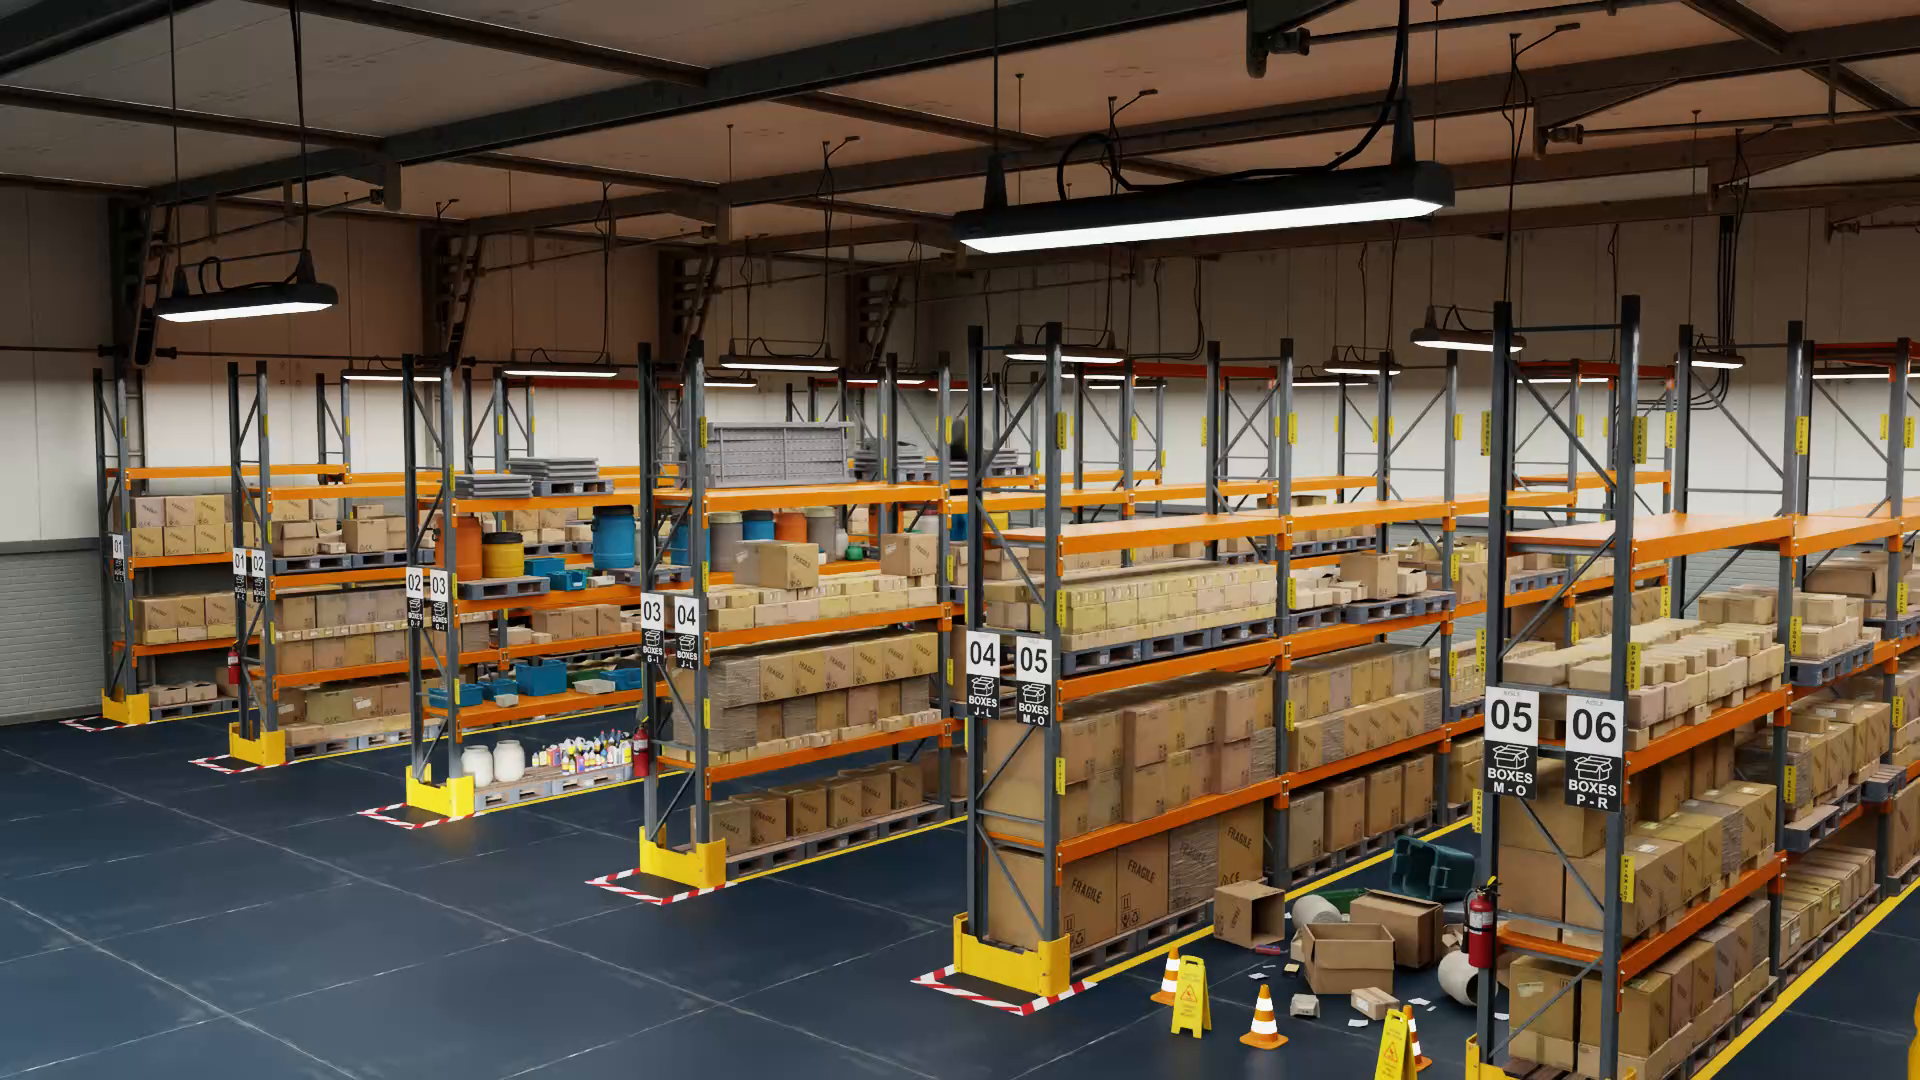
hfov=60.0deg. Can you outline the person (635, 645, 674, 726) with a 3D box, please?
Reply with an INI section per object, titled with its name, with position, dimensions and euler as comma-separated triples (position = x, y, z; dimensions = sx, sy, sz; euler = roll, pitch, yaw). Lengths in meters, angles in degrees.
[person]
position = -4.670, 2.383, 26.187
dimensions = 0.716, 1.689, 0.854
euler = 1, 4, 14
